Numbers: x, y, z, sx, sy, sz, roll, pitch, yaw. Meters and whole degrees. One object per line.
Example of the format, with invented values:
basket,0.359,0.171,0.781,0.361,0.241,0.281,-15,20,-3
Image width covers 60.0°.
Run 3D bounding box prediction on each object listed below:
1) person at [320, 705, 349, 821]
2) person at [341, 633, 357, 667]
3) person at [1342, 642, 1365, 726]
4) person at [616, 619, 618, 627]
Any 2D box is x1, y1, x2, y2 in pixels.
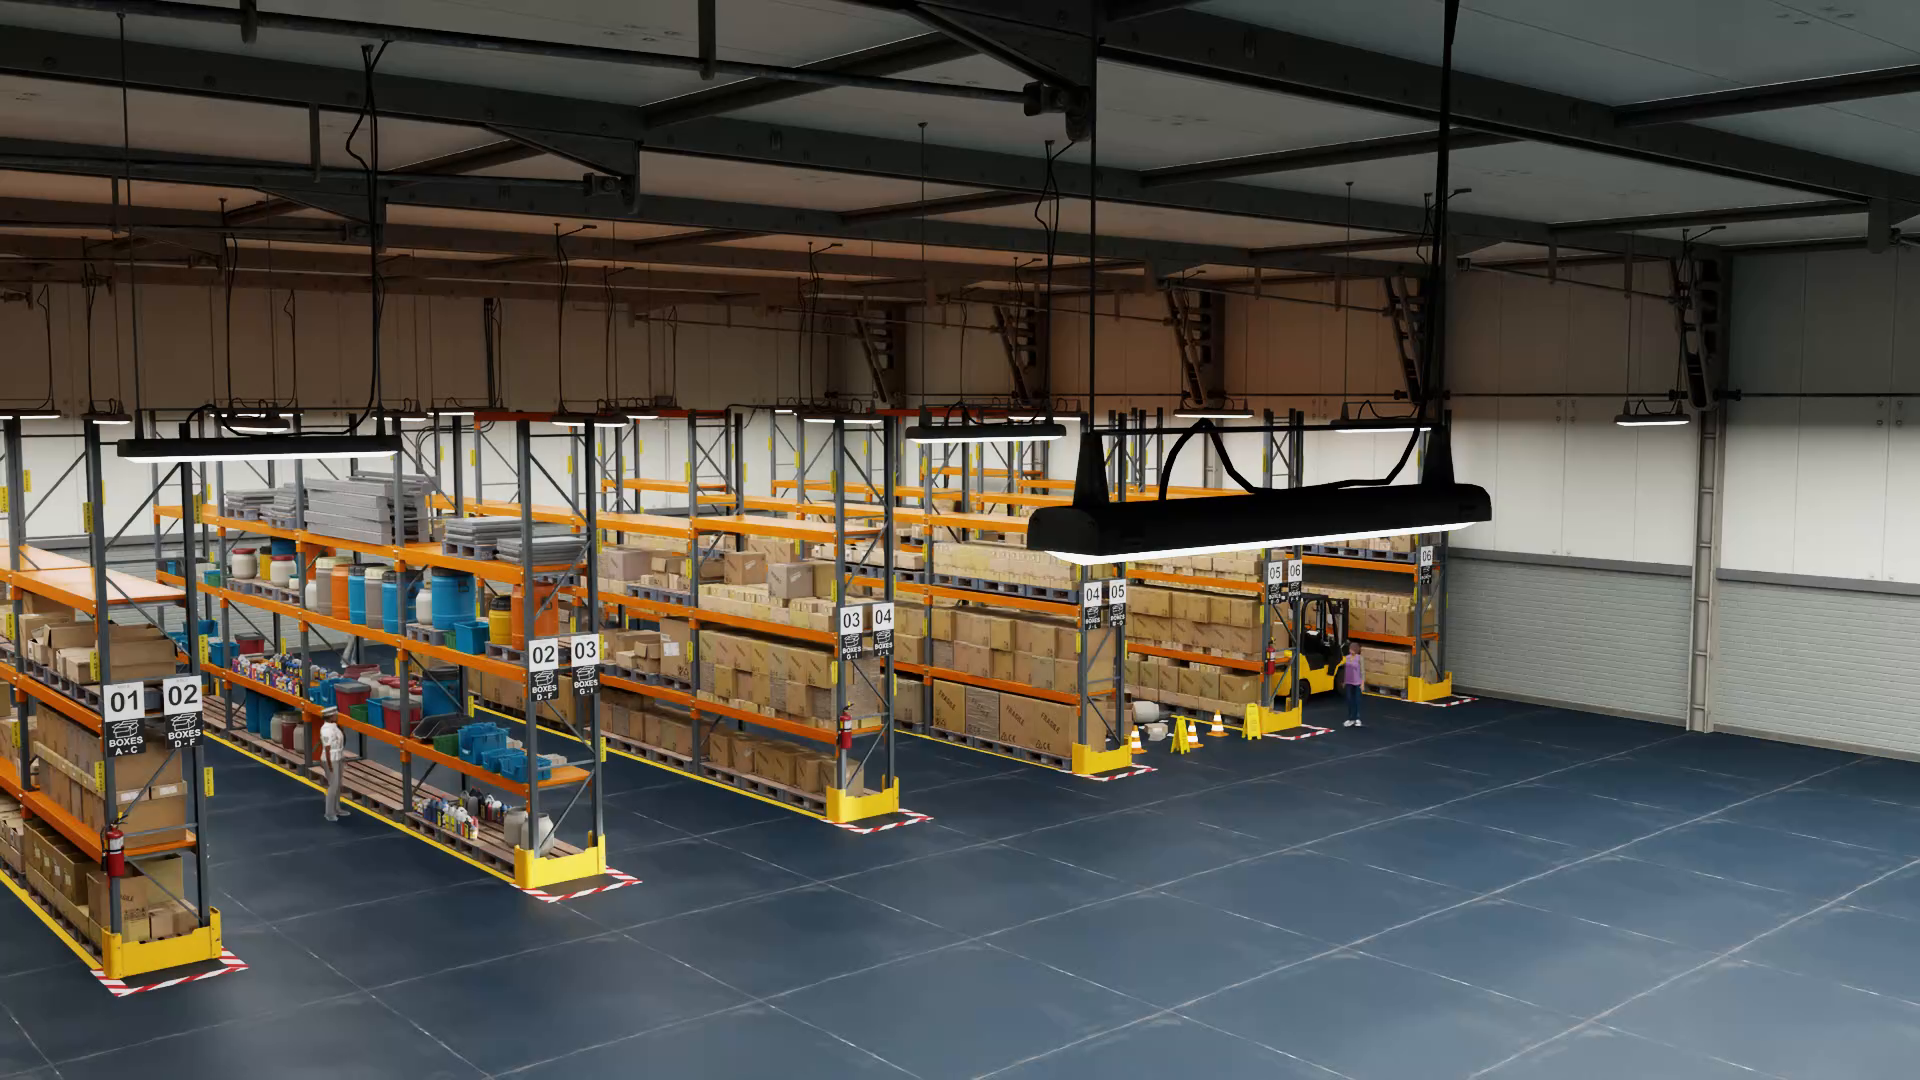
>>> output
person,-9.381,3.352,24.900,0.363,1.750,0.534,0,5,0
person,-14.030,2.162,38.440,0.586,1.617,0.514,-3,6,-33
person,7.515,2.755,31.716,0.476,1.622,0.353,4,6,37
person,-6.849,2.459,34.097,0.717,1.723,1.128,-4,6,-38
